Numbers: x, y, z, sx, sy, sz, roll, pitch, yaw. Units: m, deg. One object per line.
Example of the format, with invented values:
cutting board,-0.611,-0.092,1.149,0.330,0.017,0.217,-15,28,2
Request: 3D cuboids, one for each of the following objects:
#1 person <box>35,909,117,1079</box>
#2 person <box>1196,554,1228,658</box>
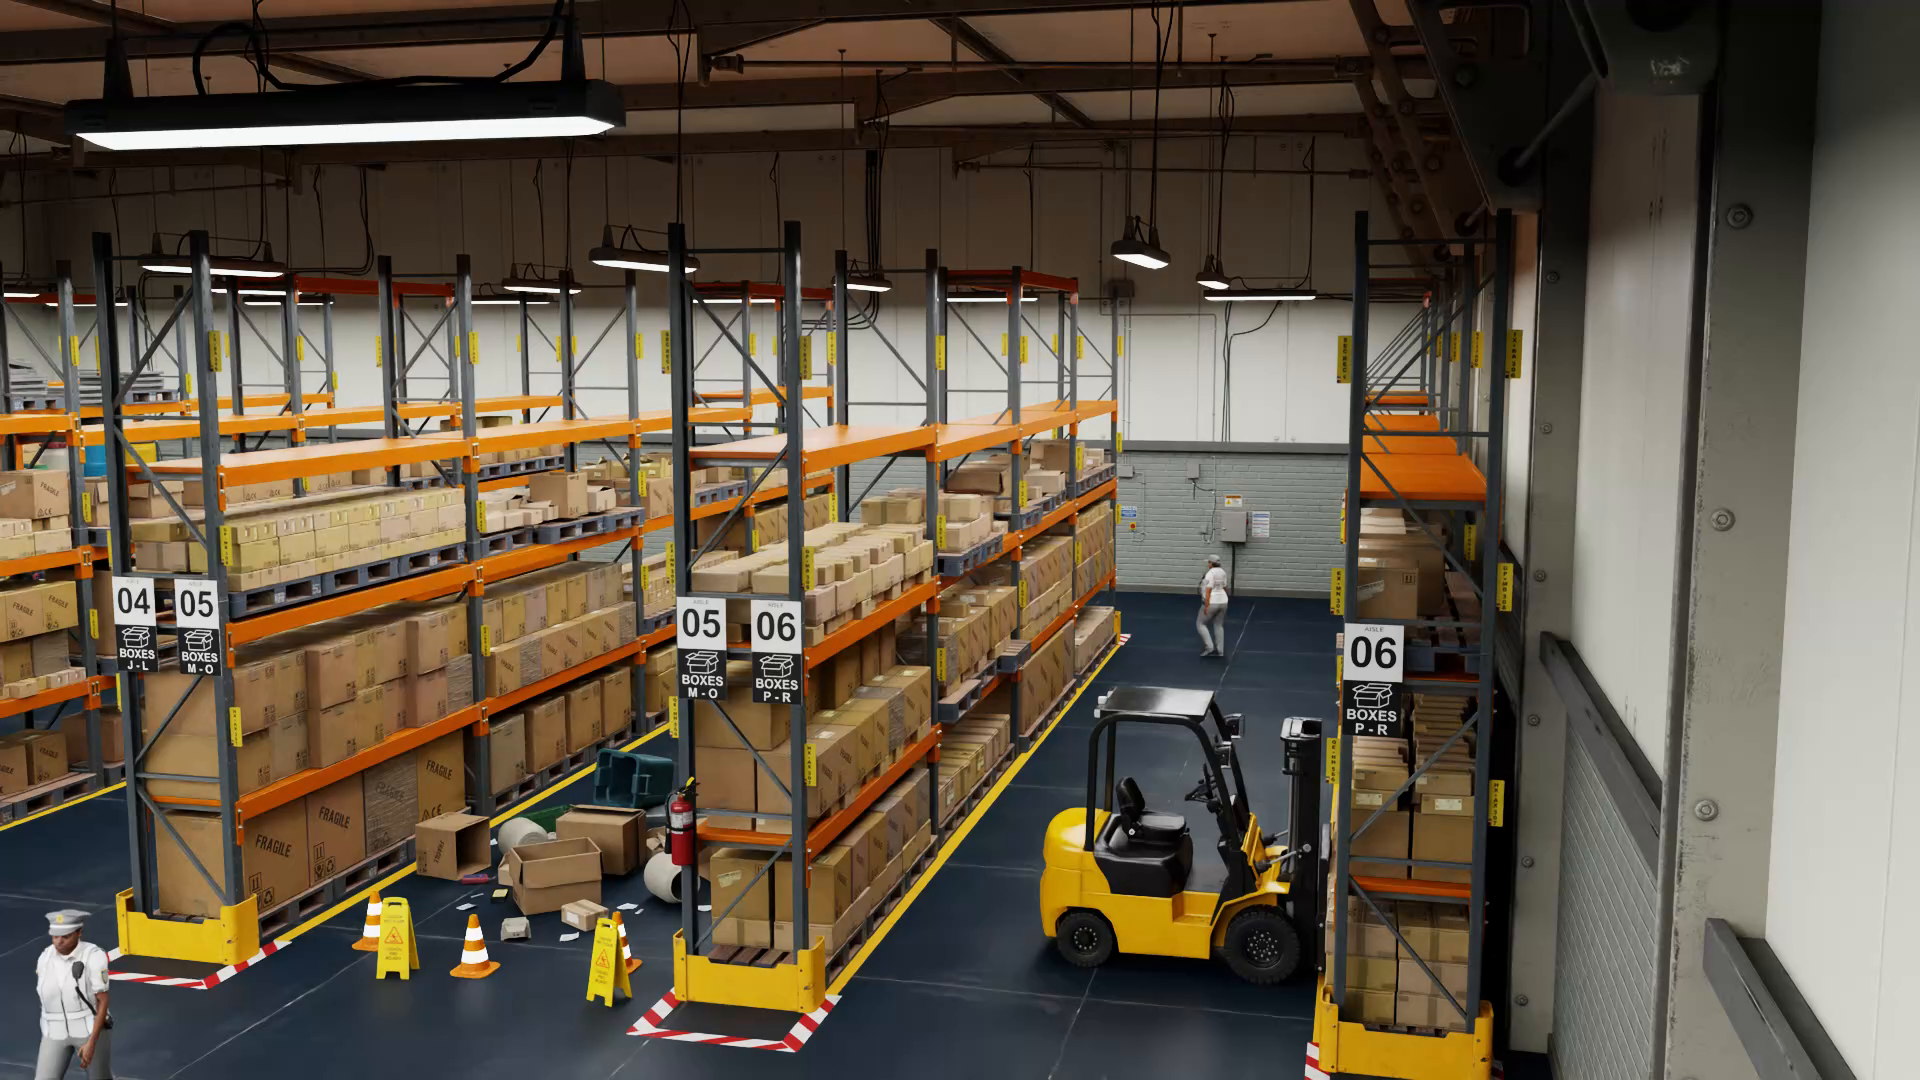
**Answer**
person,-5.549,3.085,10.329,0.503,1.626,0.960,-1,7,-10
person,4.106,1.072,26.966,0.534,1.687,0.420,-6,9,-39
